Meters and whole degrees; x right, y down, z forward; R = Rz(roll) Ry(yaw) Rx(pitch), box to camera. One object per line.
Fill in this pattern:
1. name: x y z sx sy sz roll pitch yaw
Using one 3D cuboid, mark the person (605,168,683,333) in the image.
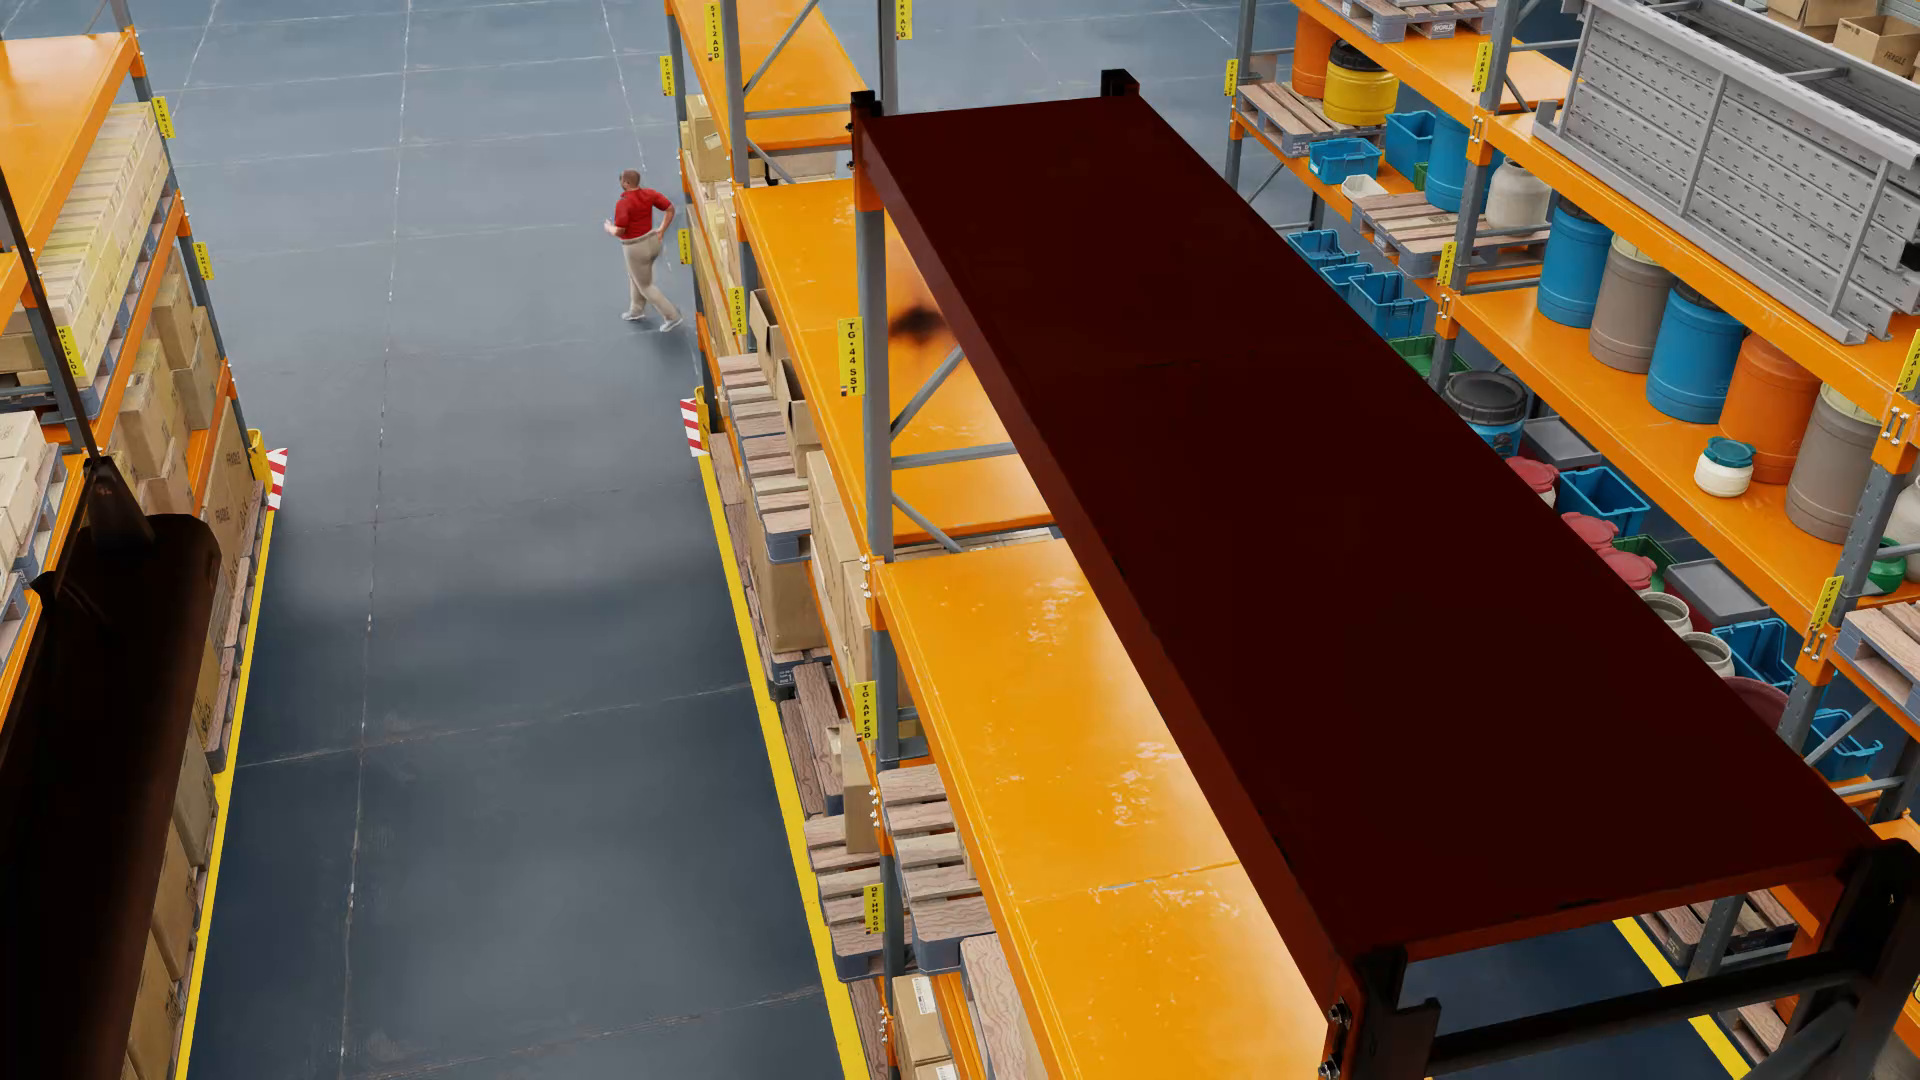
1. person: -3.212 -2.905 16.814 0.901 1.757 0.659 16 38 22
